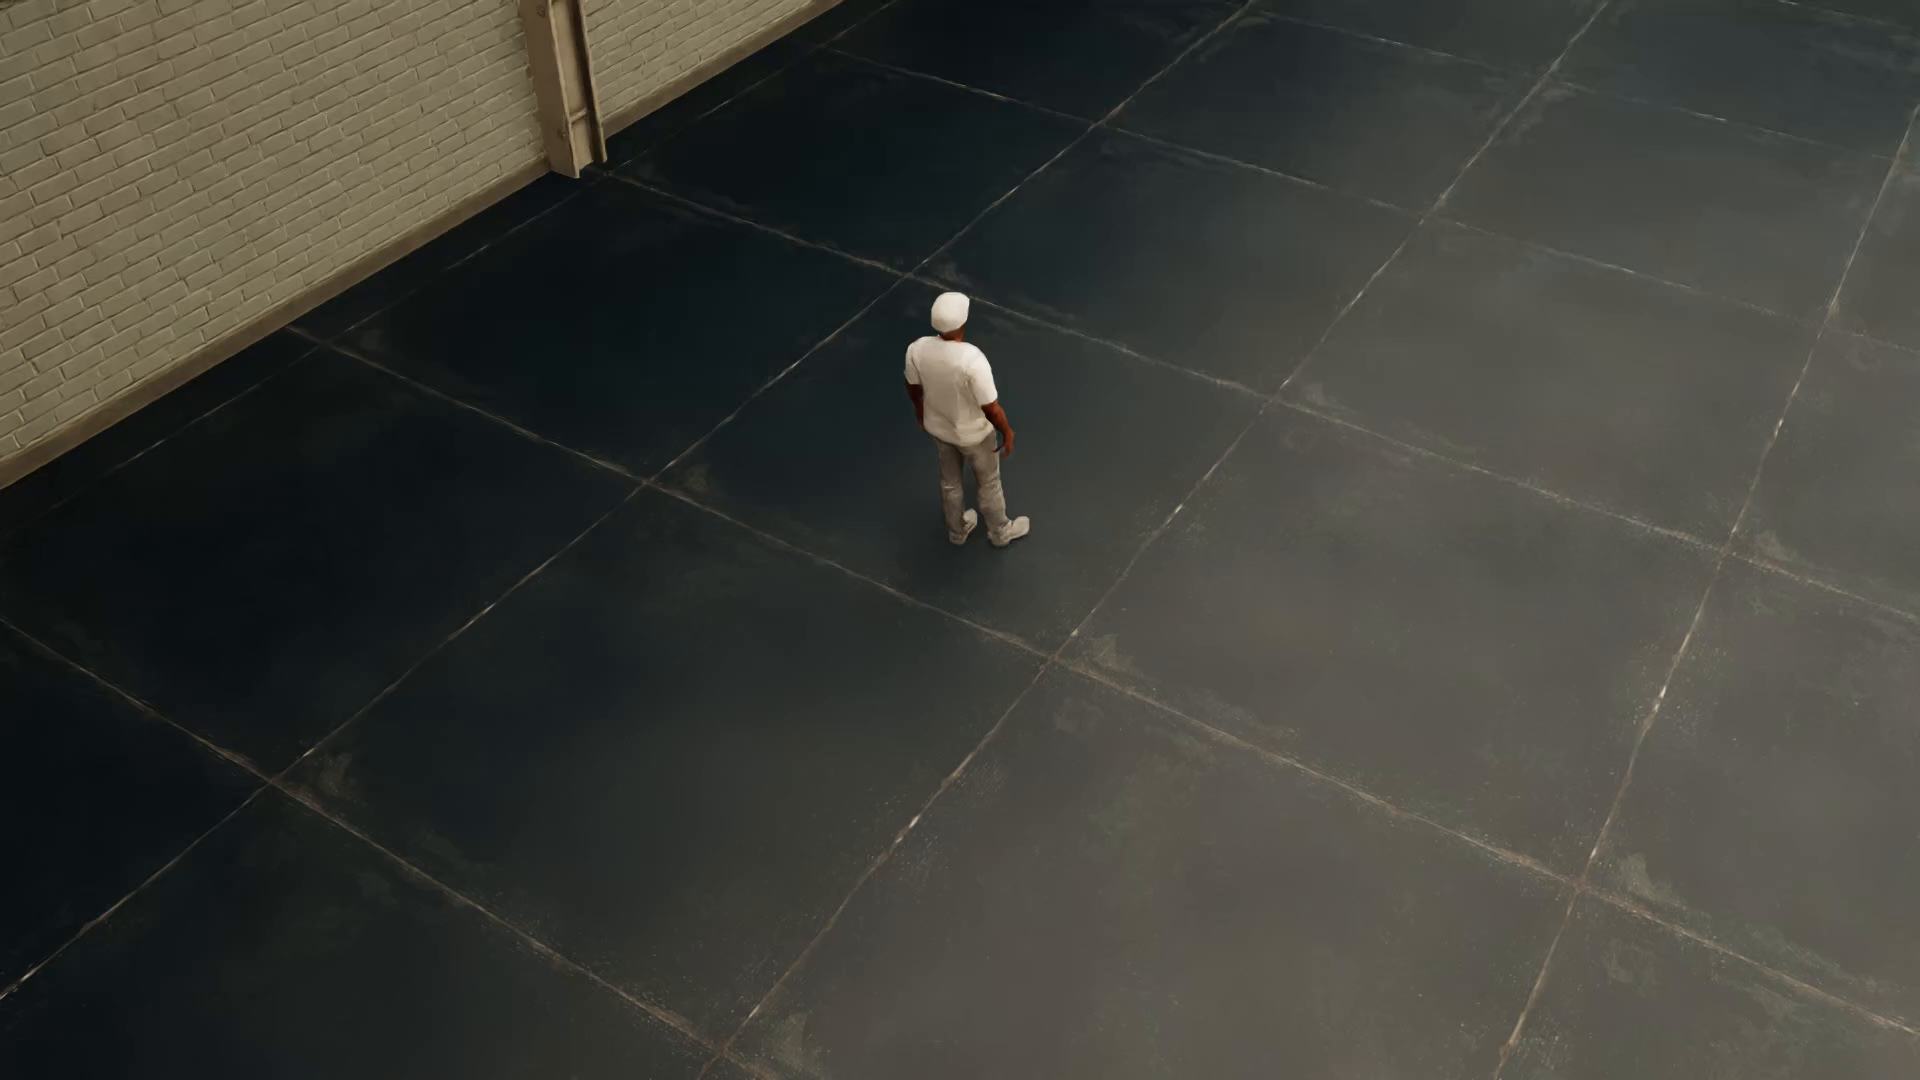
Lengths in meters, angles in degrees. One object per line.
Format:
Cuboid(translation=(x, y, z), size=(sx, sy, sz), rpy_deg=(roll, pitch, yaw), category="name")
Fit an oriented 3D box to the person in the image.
Cuboid(translation=(0.042, -0.715, 9.701), size=(0.665, 1.766, 0.576), rpy_deg=(22, 45, 24), category="person")
